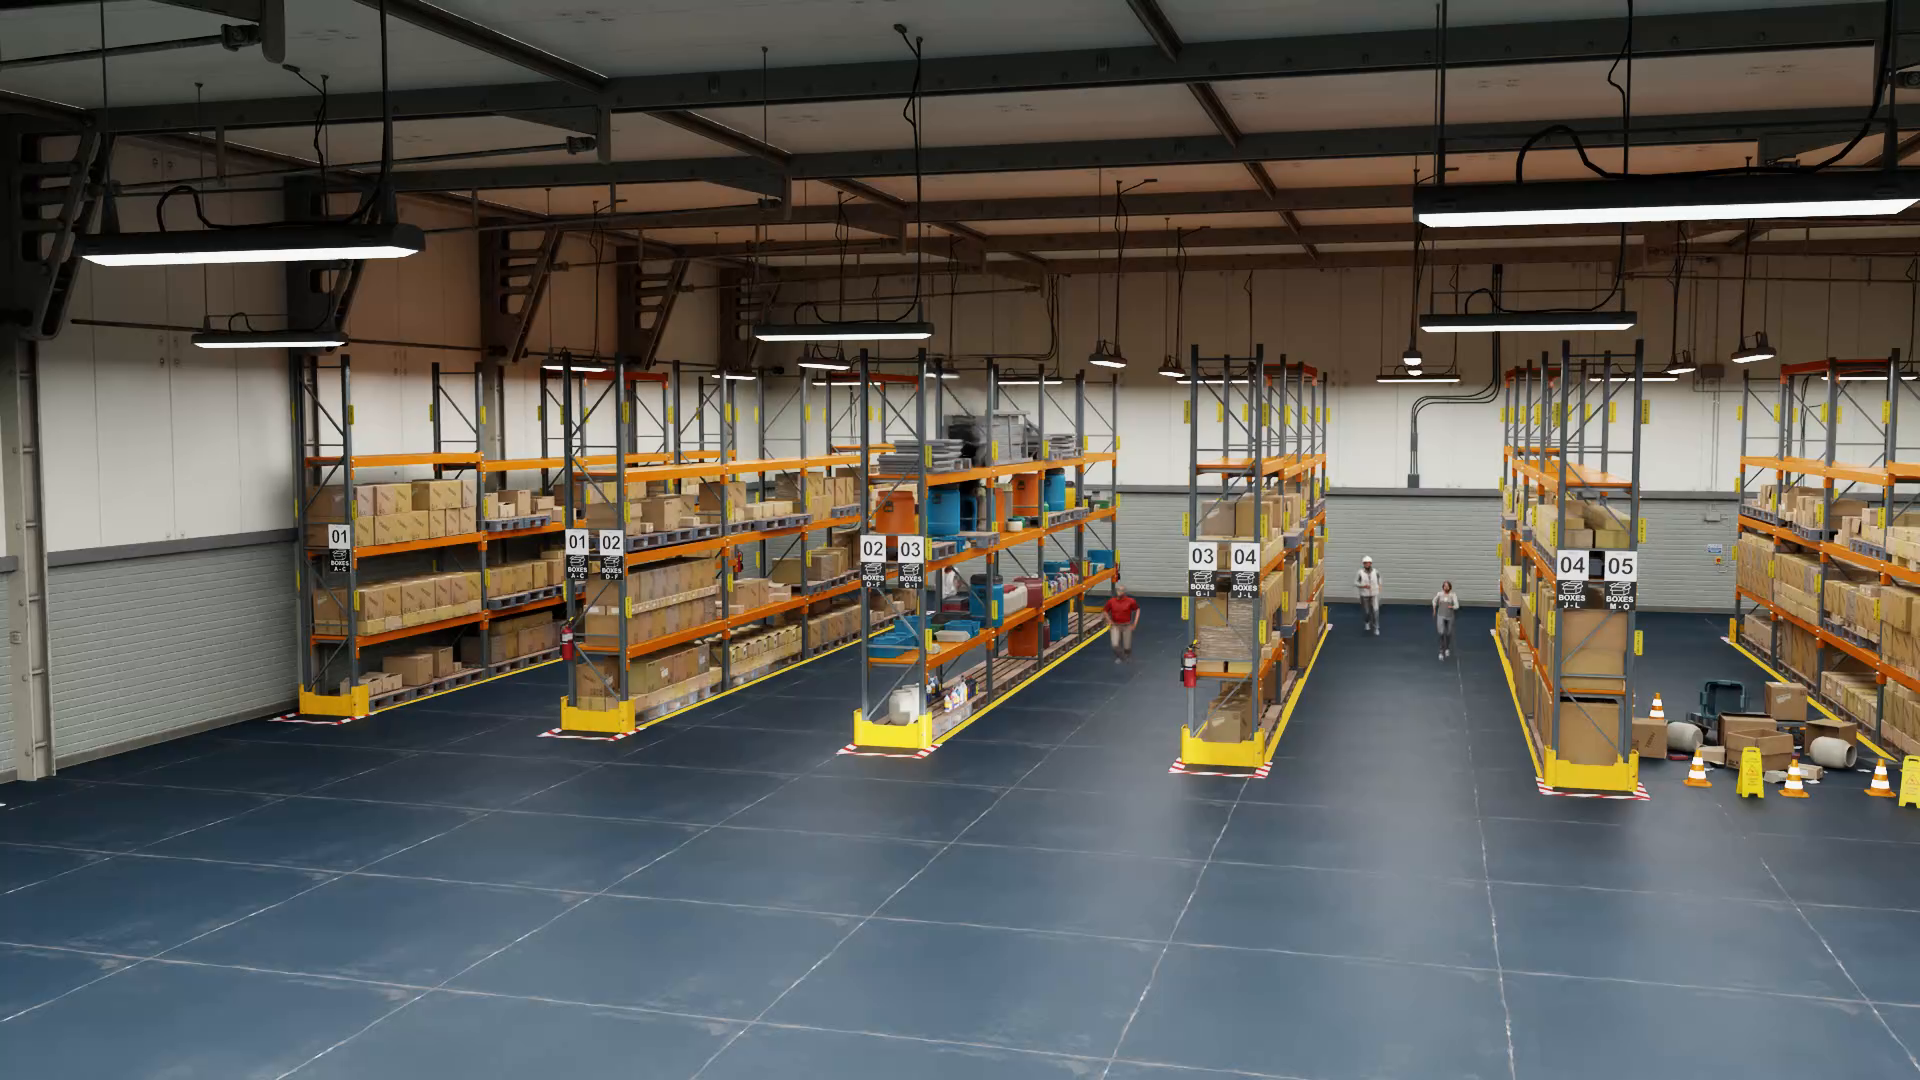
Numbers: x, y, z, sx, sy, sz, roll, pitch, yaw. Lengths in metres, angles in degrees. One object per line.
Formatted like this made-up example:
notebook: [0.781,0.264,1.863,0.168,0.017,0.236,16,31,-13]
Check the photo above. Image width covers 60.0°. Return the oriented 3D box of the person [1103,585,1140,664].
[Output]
person: [3.079,1.629,31.760,0.707,1.548,0.687,1,4,8]

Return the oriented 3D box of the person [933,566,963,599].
person: [-0.279,1.256,38.262,0.708,1.760,1.047,1,4,14]

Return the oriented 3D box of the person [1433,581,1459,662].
person: [9.930,1.646,34.016,0.509,1.643,0.728,1,4,14]

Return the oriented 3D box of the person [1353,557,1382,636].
person: [9.356,1.263,38.126,0.680,1.771,0.952,0,4,3]
